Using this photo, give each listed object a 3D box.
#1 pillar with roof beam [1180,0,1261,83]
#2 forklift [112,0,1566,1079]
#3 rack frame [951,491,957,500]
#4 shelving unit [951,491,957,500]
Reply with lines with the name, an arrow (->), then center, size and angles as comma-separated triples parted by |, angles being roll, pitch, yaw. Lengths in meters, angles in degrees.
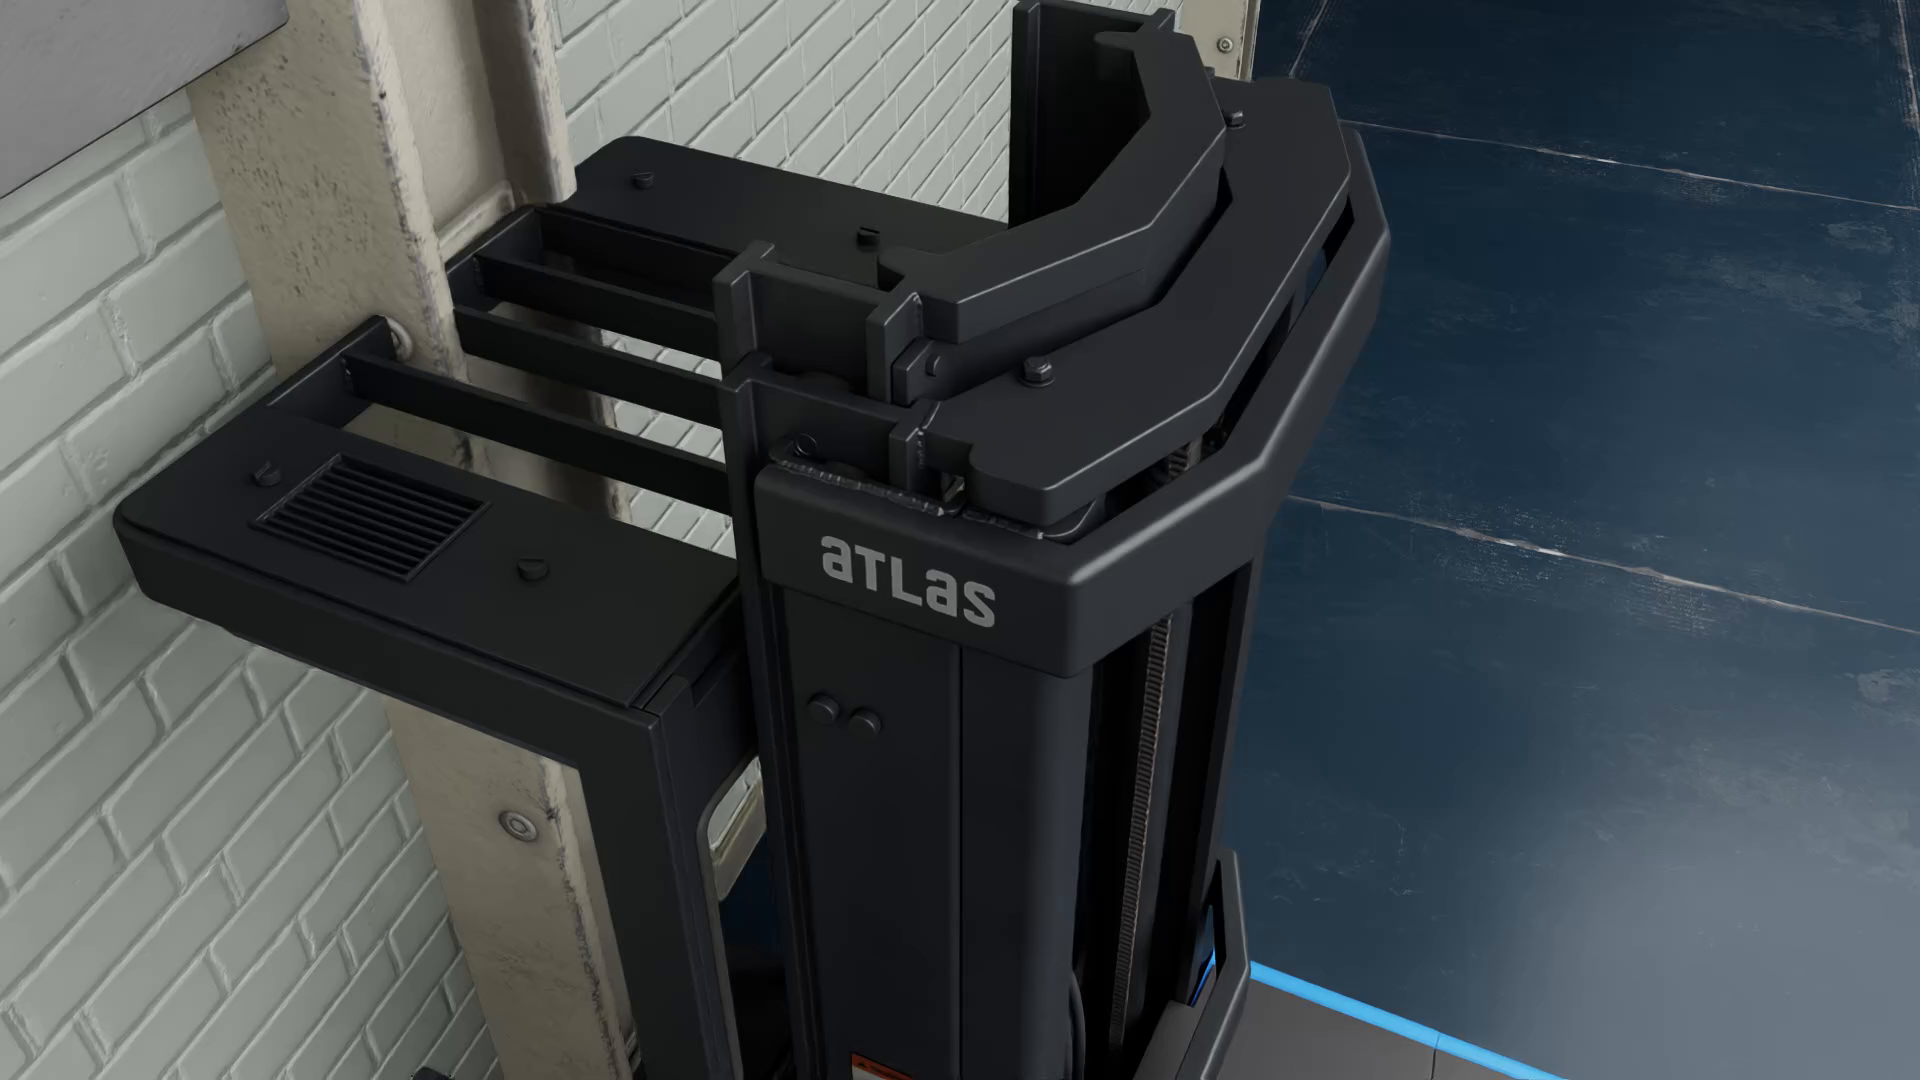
pillar with roof beam -> 5.306, -4.677, 4.299 | 9.100, 9.000, 0.400 | 13, 42, 15
forklift -> -0.364, 0.567, 2.827 | 3.031, 2.935, 1.130 | 17, 43, 19
rack frame -> 0.087, -0.519, 5.433 | 0.240, 1.200, 0.006 | 7, 41, 8
shelving unit -> 0.069, -0.461, 5.364 | 0.258, 1.200, 0.189 | 7, 41, 8
